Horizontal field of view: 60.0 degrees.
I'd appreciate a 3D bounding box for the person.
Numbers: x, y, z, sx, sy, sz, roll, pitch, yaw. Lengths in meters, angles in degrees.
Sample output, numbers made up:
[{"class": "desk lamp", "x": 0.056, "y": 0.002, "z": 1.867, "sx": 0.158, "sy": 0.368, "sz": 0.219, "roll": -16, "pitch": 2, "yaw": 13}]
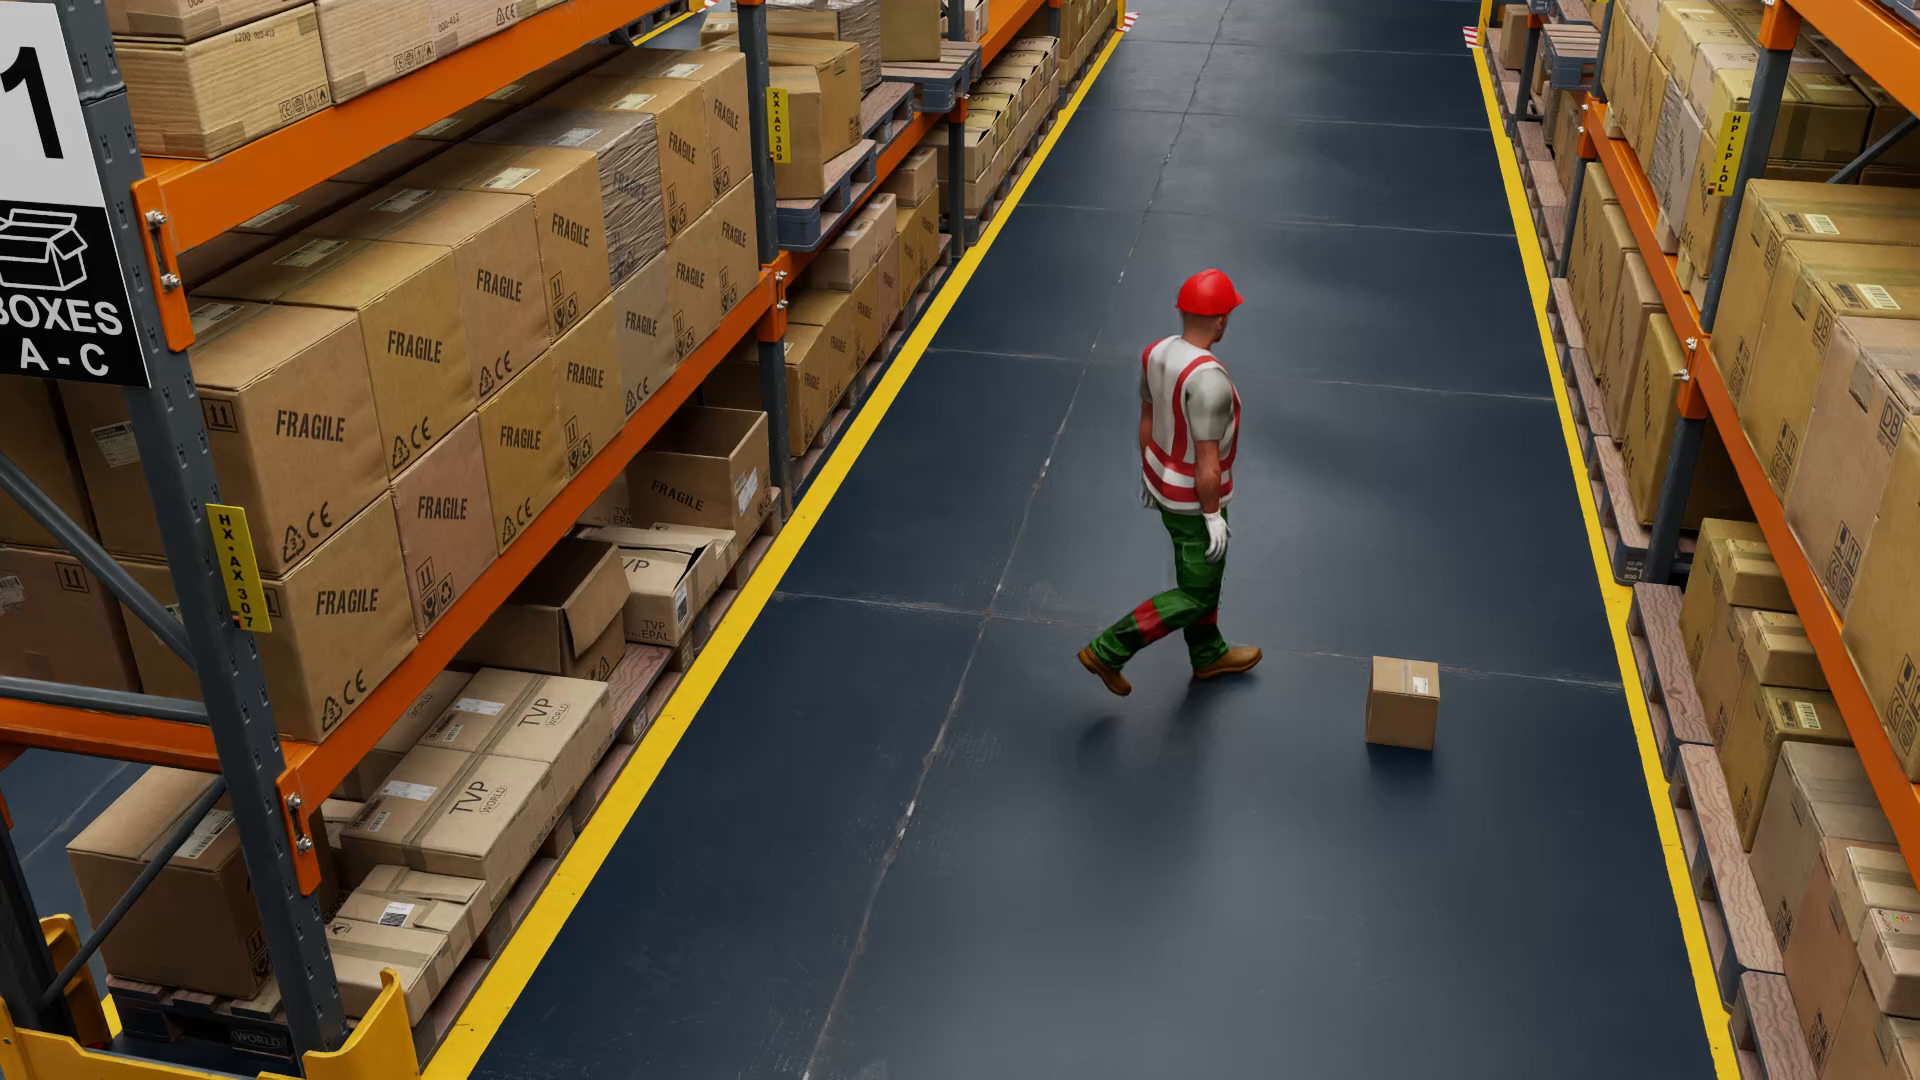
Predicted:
[{"class": "person", "x": 0.860, "y": -0.168, "z": 6.407, "sx": 0.850, "sy": 1.776, "sz": 0.601, "roll": -6, "pitch": 29, "yaw": -11}]
